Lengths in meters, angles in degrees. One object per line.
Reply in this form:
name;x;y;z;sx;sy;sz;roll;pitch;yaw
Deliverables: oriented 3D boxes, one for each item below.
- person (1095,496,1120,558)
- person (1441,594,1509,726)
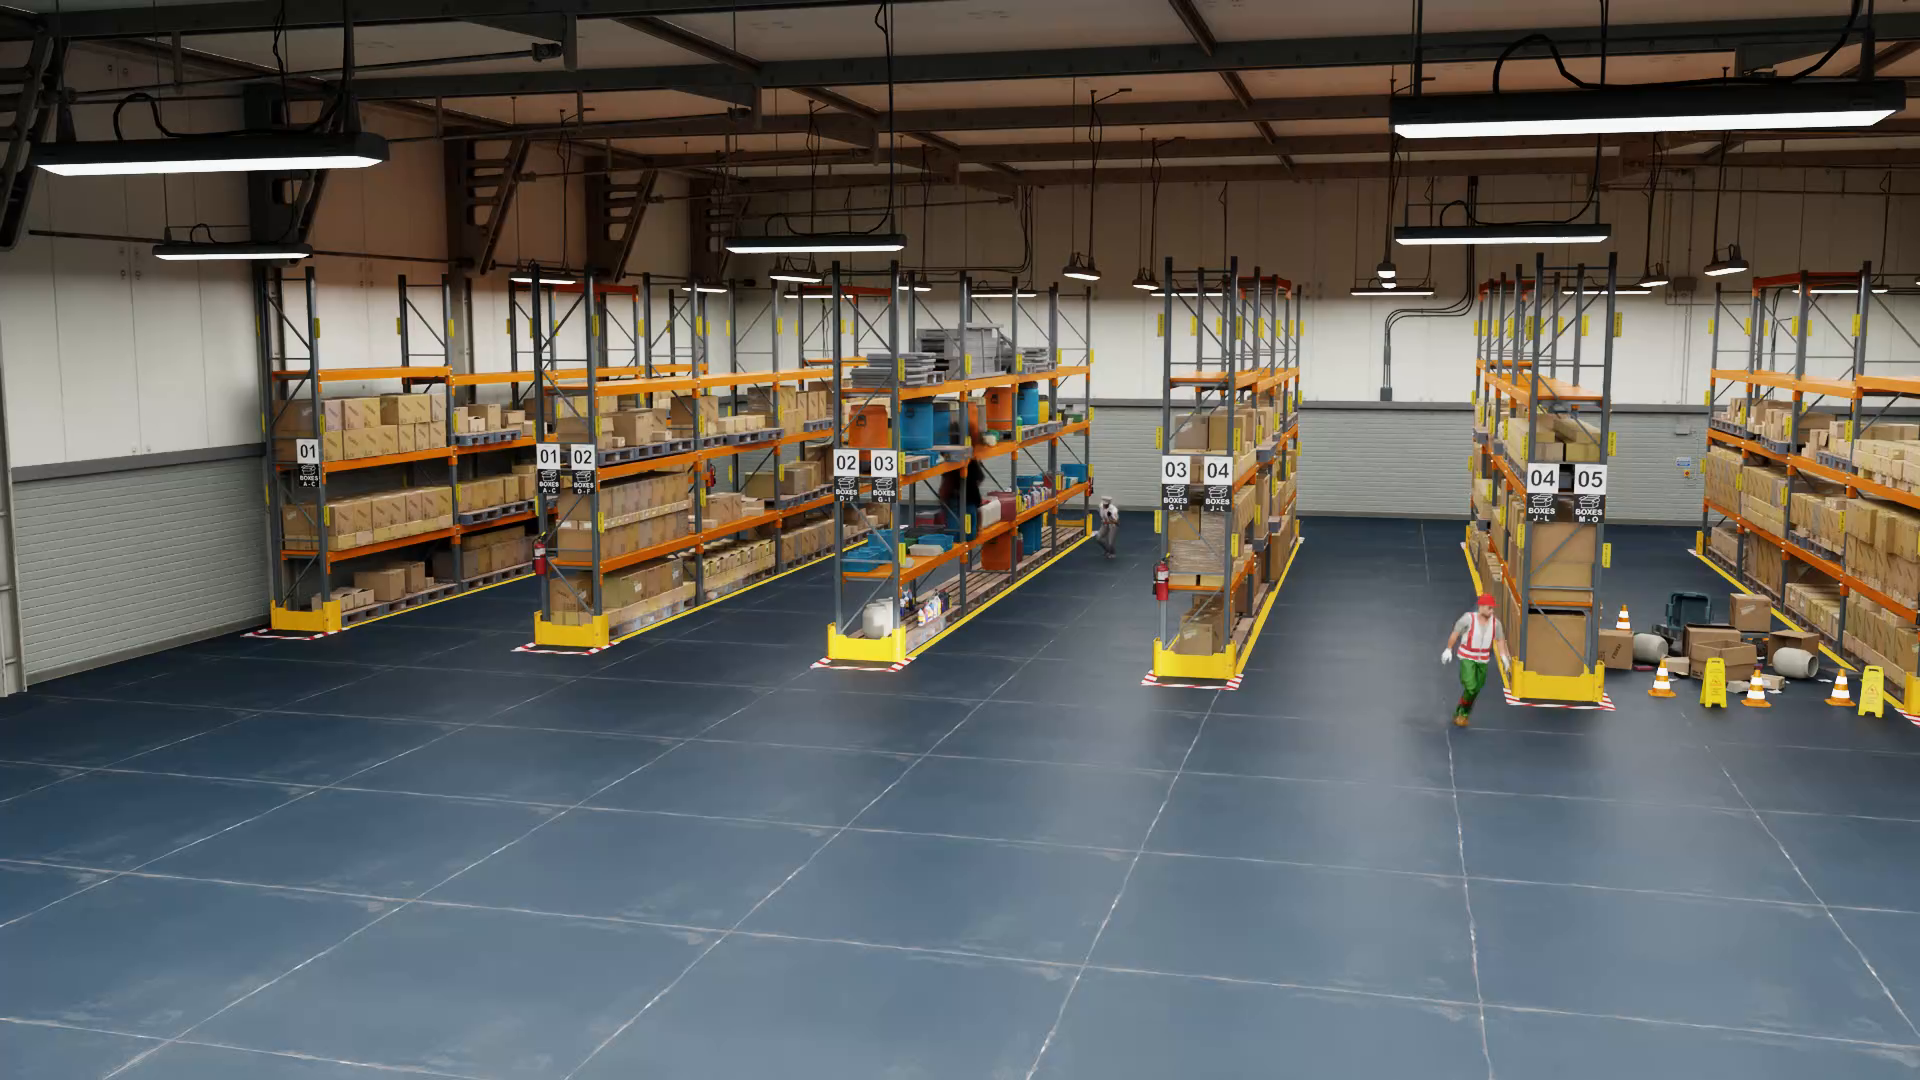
person;3.201;-0.269;36.021;0.625;1.409;0.956;5;9;33
person;6.445;1.507;20.767;0.638;1.726;0.747;-2;7;-14
